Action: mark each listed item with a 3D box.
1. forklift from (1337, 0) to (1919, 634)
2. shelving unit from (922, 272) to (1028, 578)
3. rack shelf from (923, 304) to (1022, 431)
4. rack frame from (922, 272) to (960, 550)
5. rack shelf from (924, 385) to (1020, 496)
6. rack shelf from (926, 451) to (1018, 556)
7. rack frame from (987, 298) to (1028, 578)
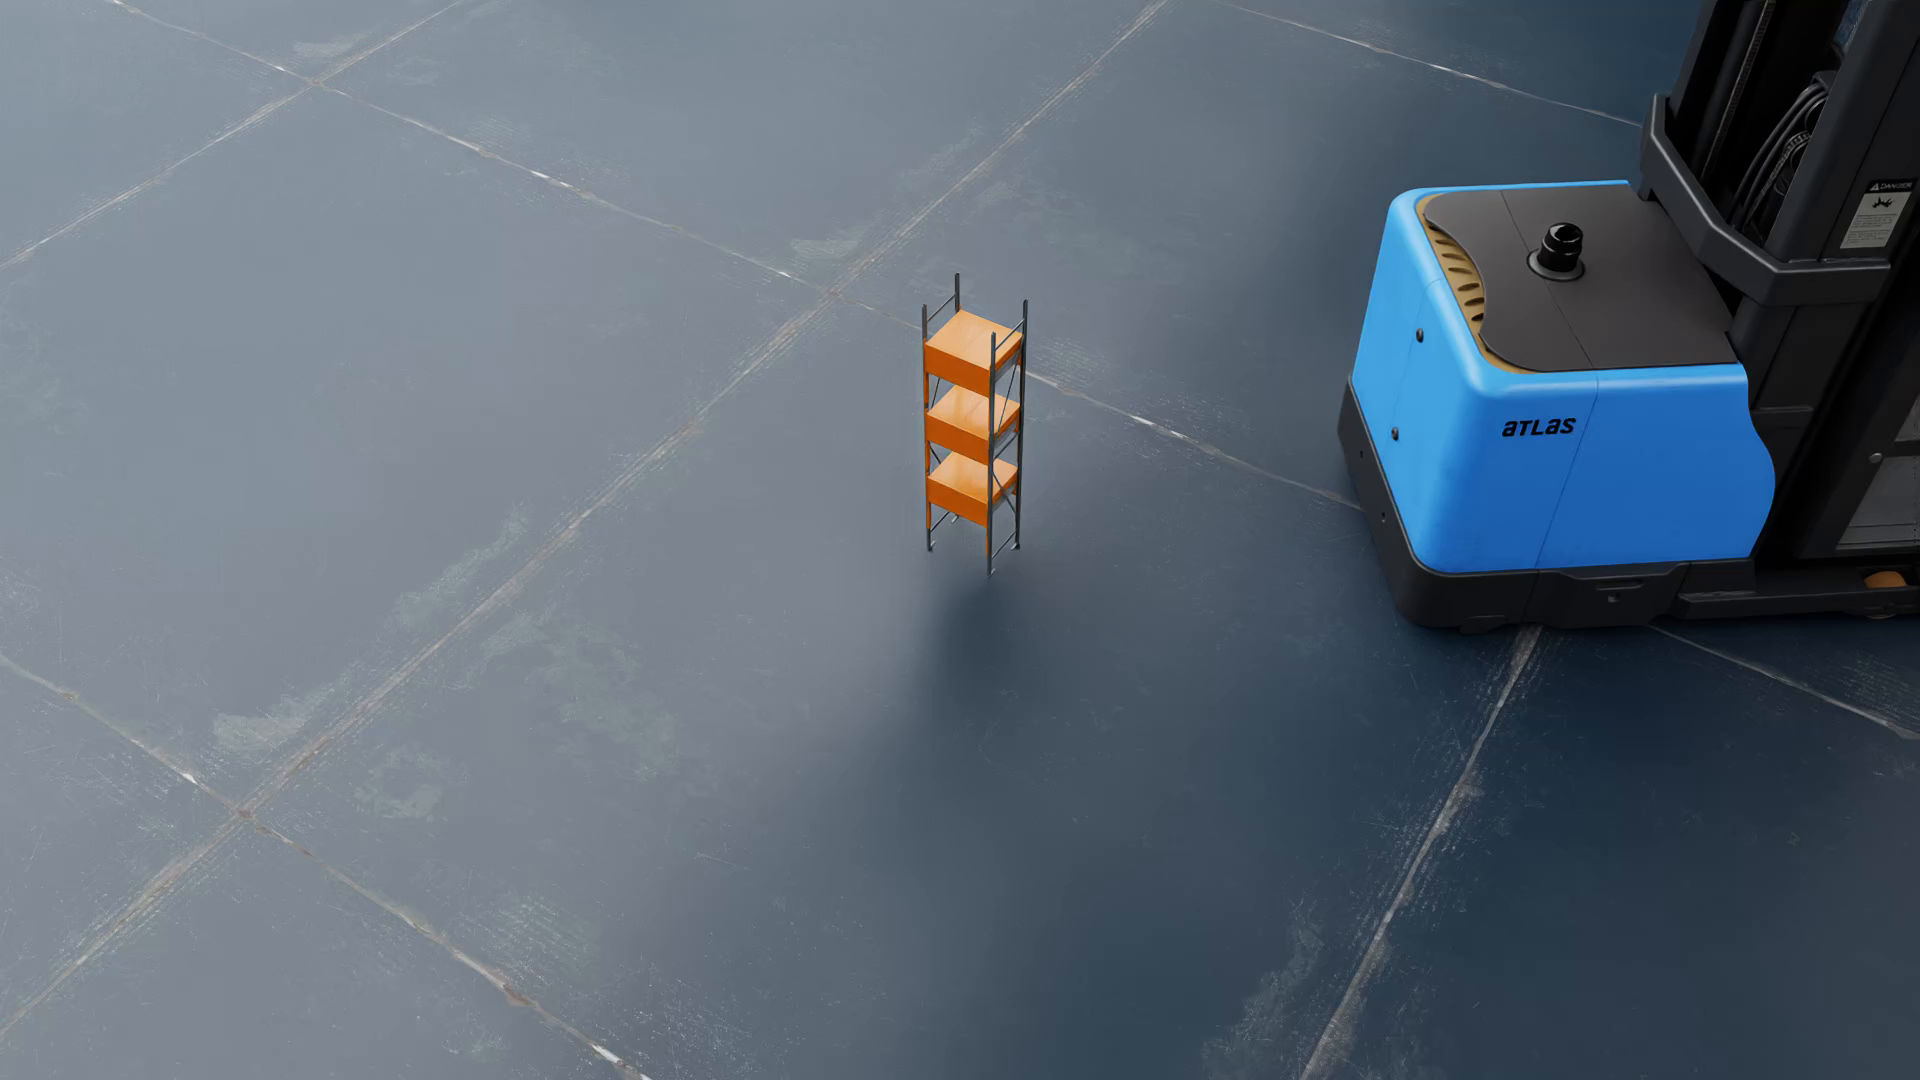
[{"bbox_3d":[2.909,-1.139,4.813,3.031,2.935,1.130,-3,46,-3],"label":"forklift"},{"bbox_3d":[0.045,-0.345,5.353,0.252,1.050,0.215,25,51,22],"label":"shelving unit"},{"bbox_3d":[0.045,-0.536,5.157,0.240,0.259,0.215,25,51,22],"label":"rack shelf"},{"bbox_3d":[-0.058,-0.392,5.399,0.008,1.050,0.200,25,51,22],"label":"rack frame"},{"bbox_3d":[0.045,-0.338,5.361,0.240,0.259,0.215,25,51,22],"label":"rack shelf"},{"bbox_3d":[0.045,-0.144,5.560,0.240,0.259,0.215,25,51,22],"label":"rack shelf"},{"bbox_3d":[0.148,-0.298,5.307,0.008,1.050,0.200,25,51,22],"label":"rack frame"}]
